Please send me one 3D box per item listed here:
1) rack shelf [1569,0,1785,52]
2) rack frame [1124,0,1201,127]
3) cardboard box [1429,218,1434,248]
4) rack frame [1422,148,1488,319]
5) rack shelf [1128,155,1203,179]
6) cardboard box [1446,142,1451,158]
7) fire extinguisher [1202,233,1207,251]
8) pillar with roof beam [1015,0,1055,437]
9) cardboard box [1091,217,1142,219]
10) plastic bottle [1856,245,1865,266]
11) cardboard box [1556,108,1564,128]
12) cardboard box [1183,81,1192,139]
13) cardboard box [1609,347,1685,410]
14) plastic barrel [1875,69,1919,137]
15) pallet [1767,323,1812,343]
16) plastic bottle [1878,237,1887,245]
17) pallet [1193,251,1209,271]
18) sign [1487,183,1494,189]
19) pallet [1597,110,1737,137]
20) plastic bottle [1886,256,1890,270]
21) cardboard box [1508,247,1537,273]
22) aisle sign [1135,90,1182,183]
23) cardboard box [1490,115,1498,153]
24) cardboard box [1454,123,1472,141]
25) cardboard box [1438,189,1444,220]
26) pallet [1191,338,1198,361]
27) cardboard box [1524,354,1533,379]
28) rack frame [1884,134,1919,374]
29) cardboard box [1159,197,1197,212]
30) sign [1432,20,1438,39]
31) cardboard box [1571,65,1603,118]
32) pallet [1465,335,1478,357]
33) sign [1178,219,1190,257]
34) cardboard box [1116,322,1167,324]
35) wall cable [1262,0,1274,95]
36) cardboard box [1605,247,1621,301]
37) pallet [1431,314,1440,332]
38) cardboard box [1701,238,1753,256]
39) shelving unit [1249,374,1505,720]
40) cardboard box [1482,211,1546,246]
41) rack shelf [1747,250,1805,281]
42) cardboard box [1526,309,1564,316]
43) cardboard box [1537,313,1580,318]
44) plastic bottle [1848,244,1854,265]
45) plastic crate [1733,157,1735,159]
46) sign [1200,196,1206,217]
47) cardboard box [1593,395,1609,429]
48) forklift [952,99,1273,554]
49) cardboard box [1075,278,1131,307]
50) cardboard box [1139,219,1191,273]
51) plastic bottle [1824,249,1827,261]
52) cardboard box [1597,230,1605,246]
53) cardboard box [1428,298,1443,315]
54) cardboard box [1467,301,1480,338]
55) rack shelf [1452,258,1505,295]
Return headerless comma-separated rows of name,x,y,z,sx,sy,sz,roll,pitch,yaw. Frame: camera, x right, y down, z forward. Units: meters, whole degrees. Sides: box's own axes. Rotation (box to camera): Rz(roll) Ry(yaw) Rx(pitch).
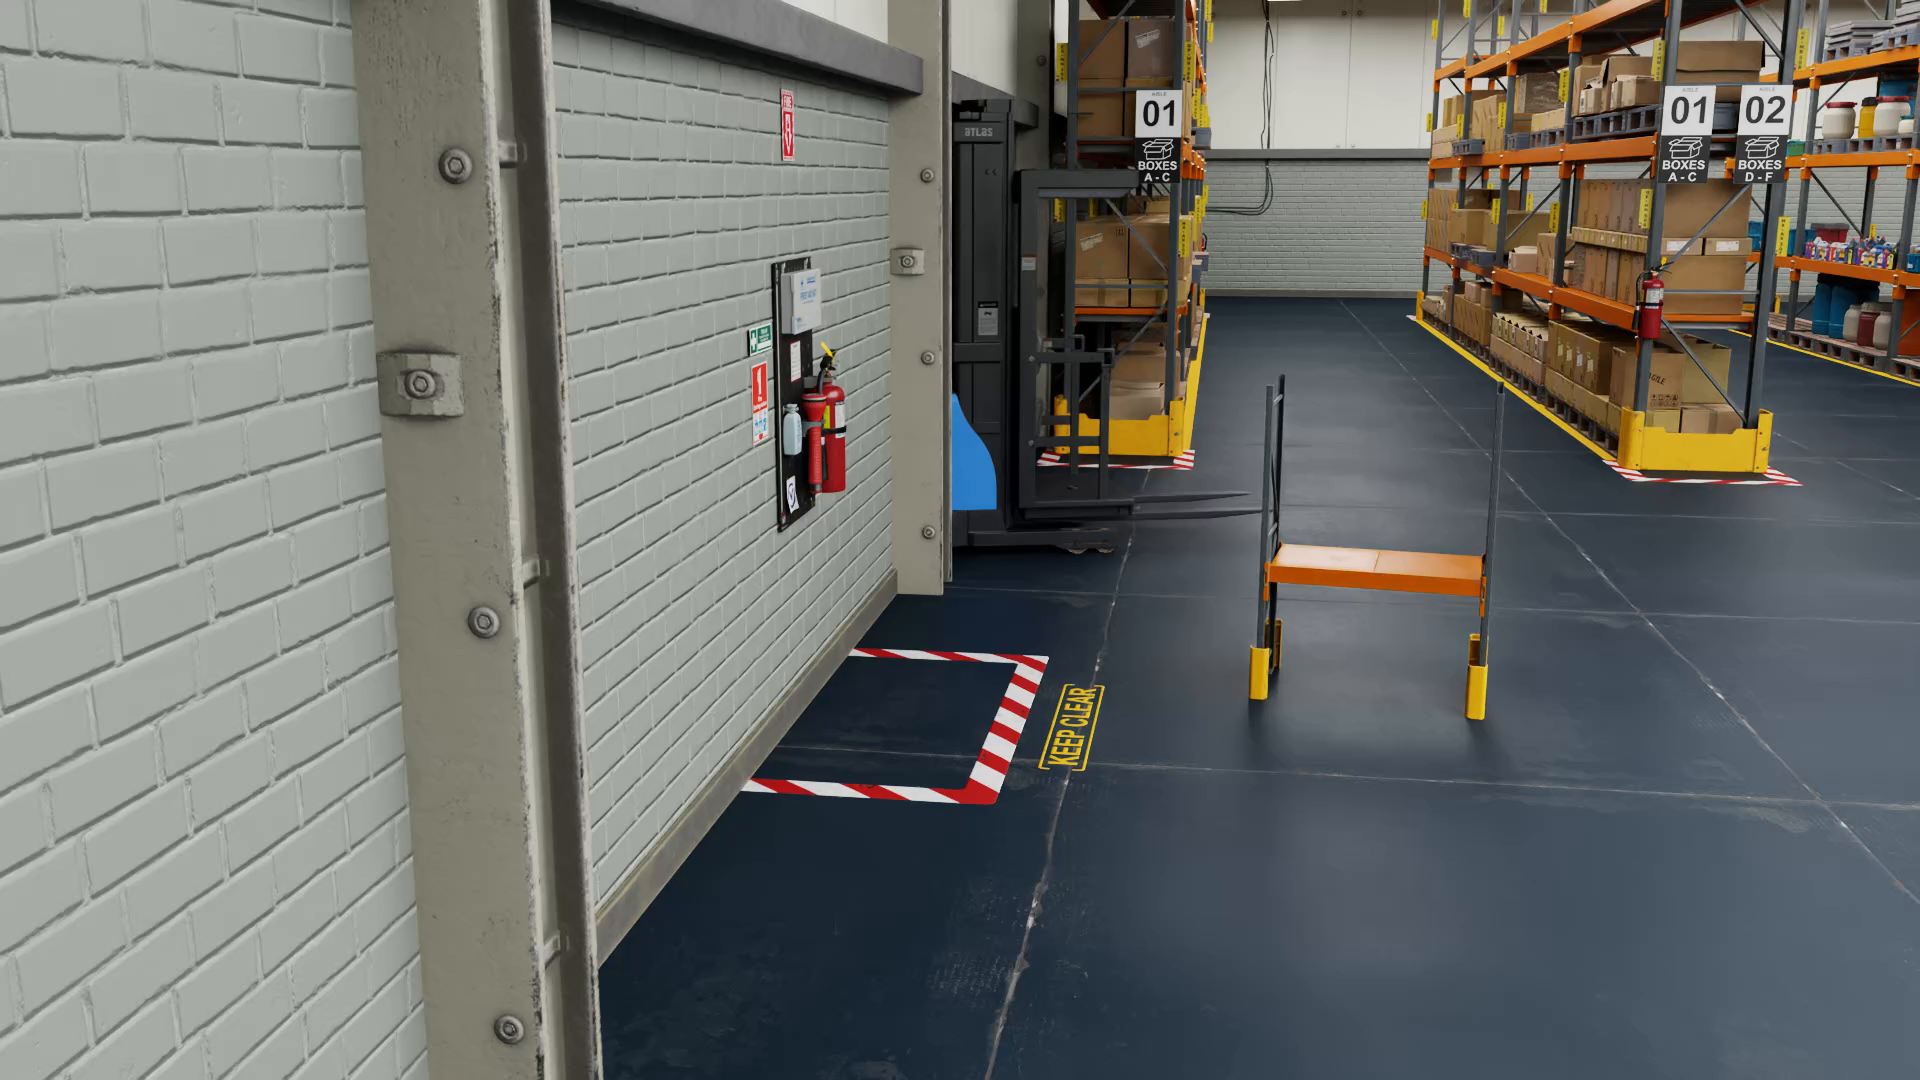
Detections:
rack shelf,6.642,-4.900,15.525,1.077,0.370,4.000,2,12,9
rack frame,2.669,-6.855,21.944,1.000,3.000,0.127,2,12,9
cardboard box,8.392,-5.286,28.663,0.500,0.500,0.500,2,12,8
rack frame,8.795,-5.428,29.562,1.000,3.000,0.127,2,12,9
rack shelf,2.977,-5.454,24.267,1.077,0.370,4.000,2,12,9
cardboard box,8.147,-6.307,26.873,0.500,0.250,0.500,2,12,9
fire extinguisher,4.379,-5.384,30.427,0.296,0.674,0.183,2,12,9
pillar with roof beam,4.945,-5.224,14.375,9.100,9.000,0.400,2,12,9
cardboard box,1.610,-3.091,17.244,0.500,0.500,0.500,2,12,10
plastic bottle,12.275,-3.881,22.657,0.061,0.283,0.133,2,12,9
cardboard box,7.304,-4.925,19.464,0.500,0.250,0.500,1,12,4
cardboard box,1.855,-3.955,15.318,0.500,0.500,0.500,3,12,12
cardboard box,6.122,-1.447,14.836,0.500,0.500,0.500,2,12,9
plastic barrel,12.962,-5.991,22.865,0.600,0.901,0.708,2,12,9
pallet,13.148,-3.226,25.960,1.003,0.211,1.213,2,12,9
plastic bottle,13.227,-4.170,23.839,0.144,0.351,0.185,2,12,9
pallet,2.665,-3.677,21.891,1.213,0.211,1.003,2,12,9
sign,9.340,-6.127,29.304,0.100,0.325,0.005,2,12,9
pallet,6.654,-3.922,15.661,1.003,0.211,1.213,2,12,9
plastic bottle,12.135,-3.626,21.671,0.097,0.201,0.097,0,12,0
cardboard box,7.235,-3.540,21.009,0.500,0.311,0.500,2,12,8
aisle sign,1.724,-3.504,14.460,0.394,0.787,0.004,2,12,9
cardboard box,7.677,-5.476,22.427,0.910,0.500,0.500,2,12,9
cardboard box,7.986,-6.343,25.856,0.500,0.250,0.500,2,12,9
cardboard box,8.234,-5.563,27.578,0.500,0.500,0.500,2,12,8
pallet,2.865,-2.721,23.620,1.003,0.211,1.213,2,12,9
cardboard box,6.806,-1.992,19.149,0.500,0.250,0.500,2,12,8
rack frame,12.458,-3.602,21.086,1.000,3.000,0.127,2,12,9
cardboard box,2.998,-4.586,22.880,0.500,0.250,0.500,2,12,10
sign,8.259,-8.874,28.905,0.100,0.325,0.005,2,12,9
cardboard box,6.611,-4.623,17.138,0.500,0.500,0.500,3,13,13
pallet,7.906,-2.807,24.019,1.003,0.211,1.213,2,12,9
sign,1.975,-2.663,14.675,0.100,0.325,0.005,2,12,9
cardboard box,2.299,-2.451,20.636,0.700,0.500,0.500,2,12,9
wall cable,7.795,-10.550,34.469,3.097,2.526,0.112,2,12,9
cardboard box,6.654,-2.566,16.041,0.700,0.500,0.500,2,12,10
pallet,8.471,-3.630,27.837,1.003,0.211,1.213,2,12,9
cardboard box,6.607,-2.538,14.375,0.380,0.149,0.250,2,12,8
shelving unit,1.984,0.002,7.925,1.083,1.500,0.587,4,13,17
cardboard box,7.969,-4.480,23.927,0.700,0.500,0.500,-1,12,-6
rack shelf,13.381,-4.499,26.957,1.077,0.370,4.000,2,12,9
cardboard box,7.917,-2.842,22.448,0.500,0.500,0.500,2,12,11
cardboard box,7.727,-2.781,21.478,0.500,0.311,0.500,2,12,10
plastic bottle,12.324,-3.947,22.965,0.061,0.283,0.133,2,12,9
plastic crate,13.354,-6.598,28.181,0.497,0.269,0.590,2,12,9
sign,3.822,-5.267,26.253,0.100,0.325,0.005,2,12,9
cardboard box,6.190,-1.185,15.400,0.500,0.250,0.500,2,12,9
forklift,0.623,-1.450,11.263,3.031,2.935,1.130,-2,12,-7
cardboard box,1.319,-2.297,15.342,0.500,0.250,0.500,2,12,9
cardboard box,1.981,-2.860,16.173,0.500,0.500,0.500,1,12,7
plastic bottle,12.495,-4.113,23.931,0.097,0.201,0.097,0,12,0
cardboard box,6.522,-2.978,16.416,0.380,0.149,0.250,2,12,7
cardboard box,8.277,-3.987,28.357,0.500,0.250,0.500,2,12,9
cardboard box,7.631,-3.176,23.998,0.500,0.500,0.500,1,12,7
rack shelf,7.872,-3.828,23.842,1.077,0.370,4.000,2,12,9
